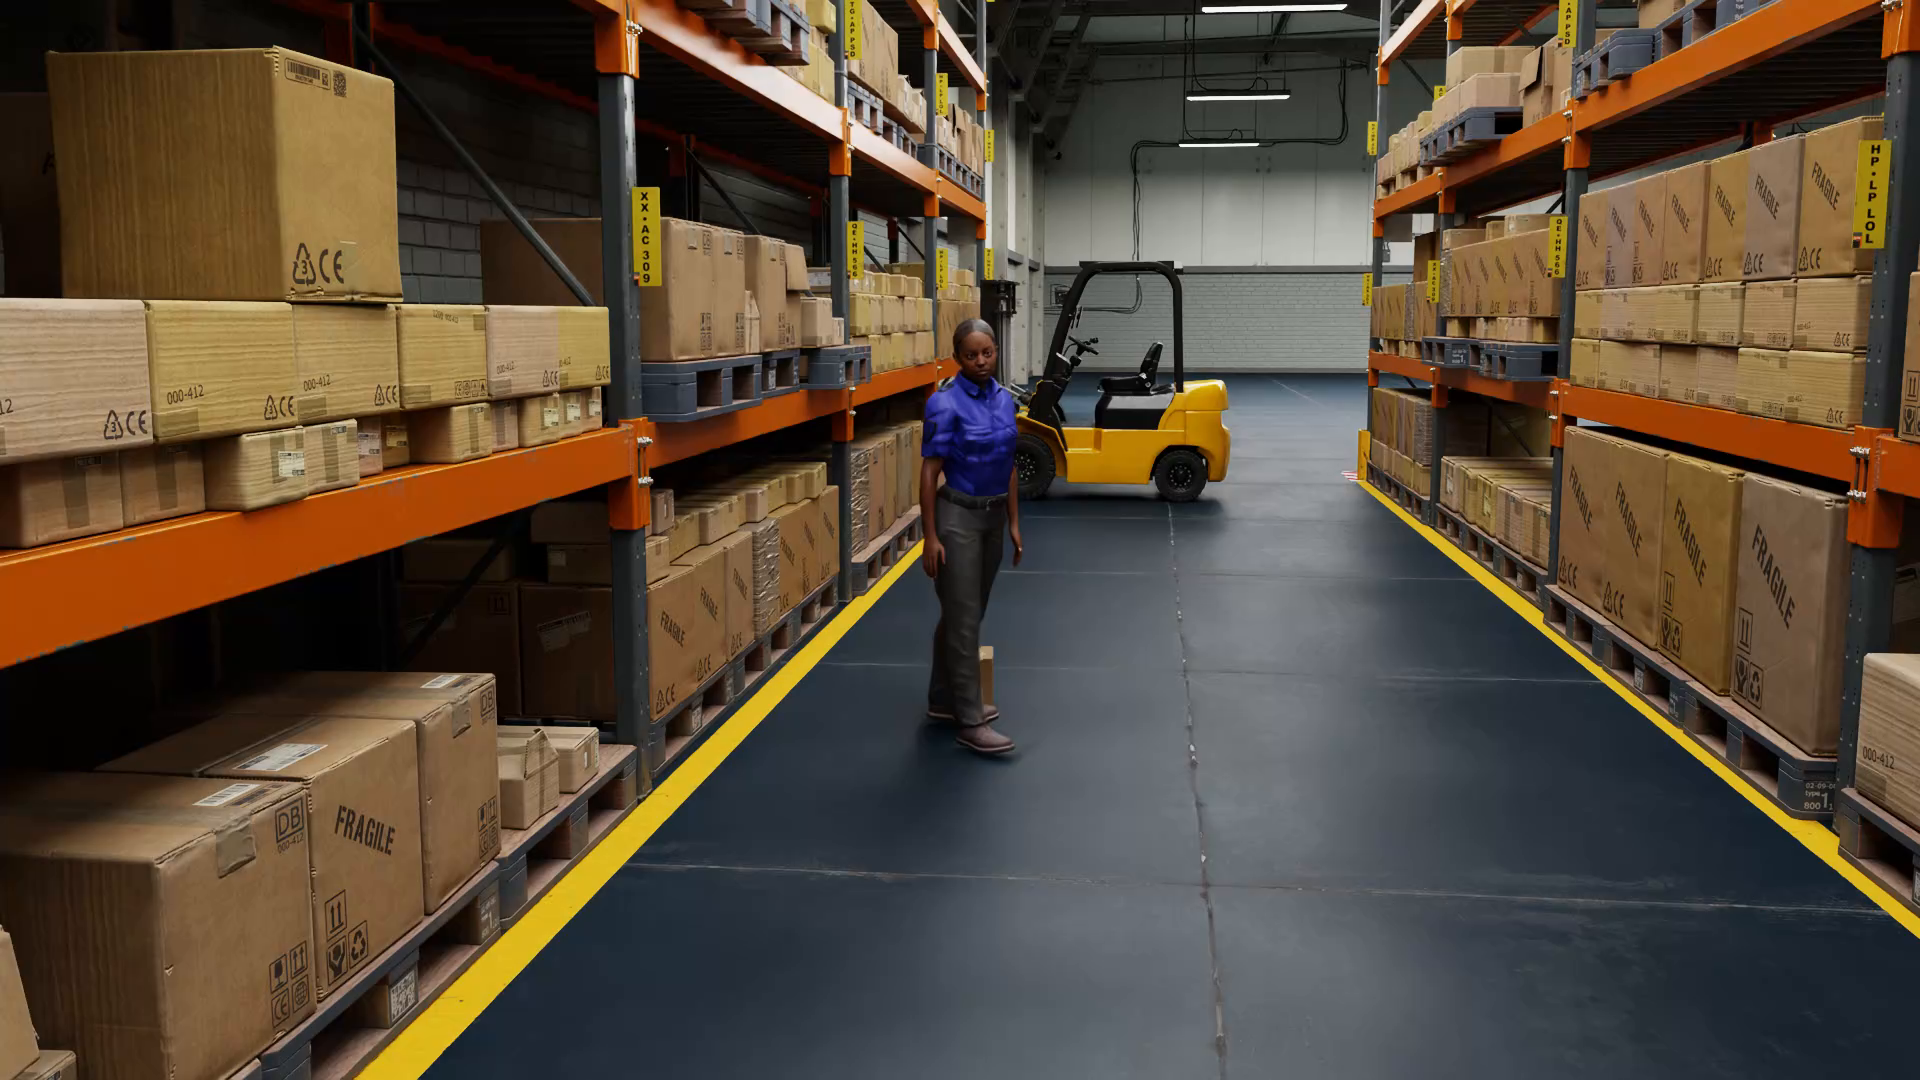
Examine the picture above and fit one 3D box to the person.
[{"bbox_3d":[0.059,-0.038,6.495,0.596,1.645,0.521,6,10,38],"label":"person"}]
